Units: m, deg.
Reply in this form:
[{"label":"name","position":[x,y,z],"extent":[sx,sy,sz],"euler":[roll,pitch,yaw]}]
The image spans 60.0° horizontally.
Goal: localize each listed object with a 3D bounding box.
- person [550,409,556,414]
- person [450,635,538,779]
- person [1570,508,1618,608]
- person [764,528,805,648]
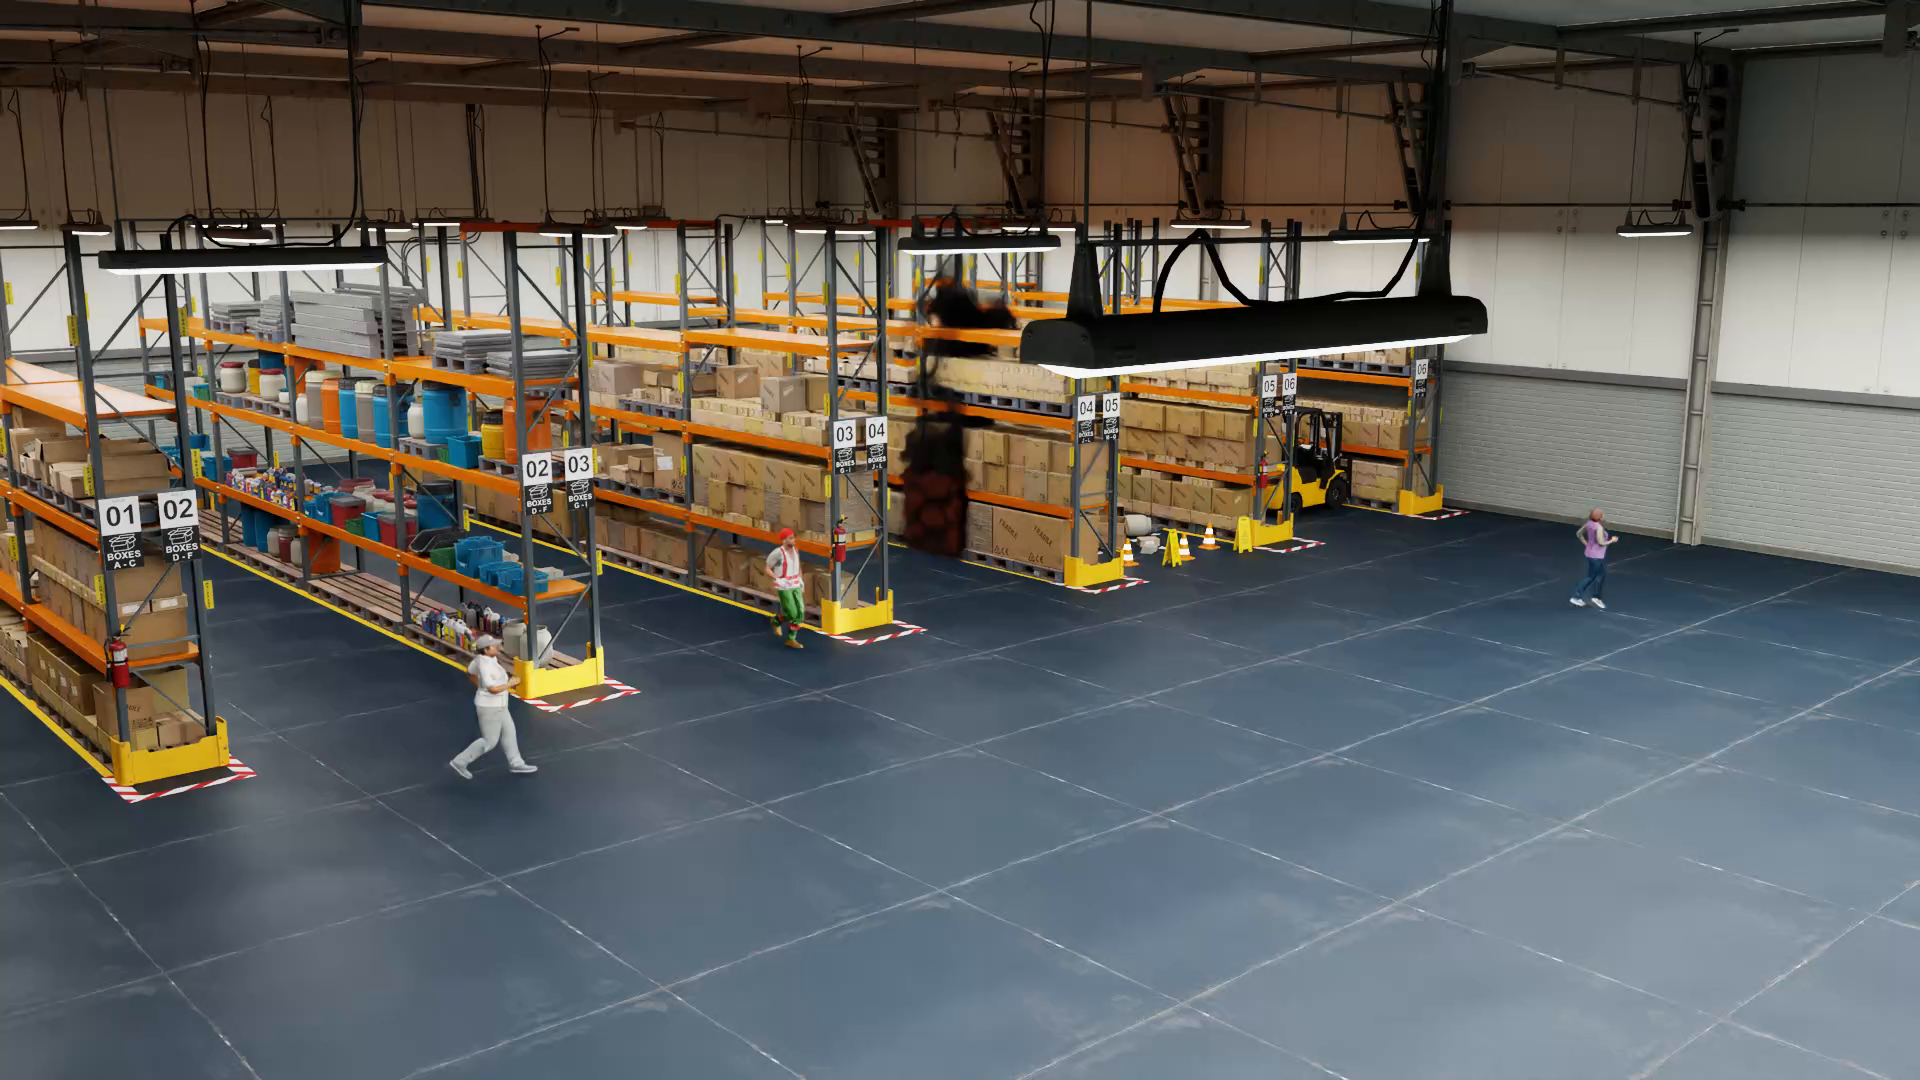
[{"label":"person","position":[-9.725,-2.323,39.367],"extent":[0.649,1.580,0.676],"euler":[-2,12,-8]},{"label":"person","position":[-5.206,1.844,18.443],"extent":[0.944,1.636,0.614],"euler":[-4,12,-18]},{"label":"person","position":[10.034,0.300,26.311],"extent":[0.677,1.635,0.516],"euler":[1,11,4]},{"label":"person","position":[-2.526,0.684,24.117],"extent":[0.575,1.751,0.694],"euler":[10,15,40]}]
